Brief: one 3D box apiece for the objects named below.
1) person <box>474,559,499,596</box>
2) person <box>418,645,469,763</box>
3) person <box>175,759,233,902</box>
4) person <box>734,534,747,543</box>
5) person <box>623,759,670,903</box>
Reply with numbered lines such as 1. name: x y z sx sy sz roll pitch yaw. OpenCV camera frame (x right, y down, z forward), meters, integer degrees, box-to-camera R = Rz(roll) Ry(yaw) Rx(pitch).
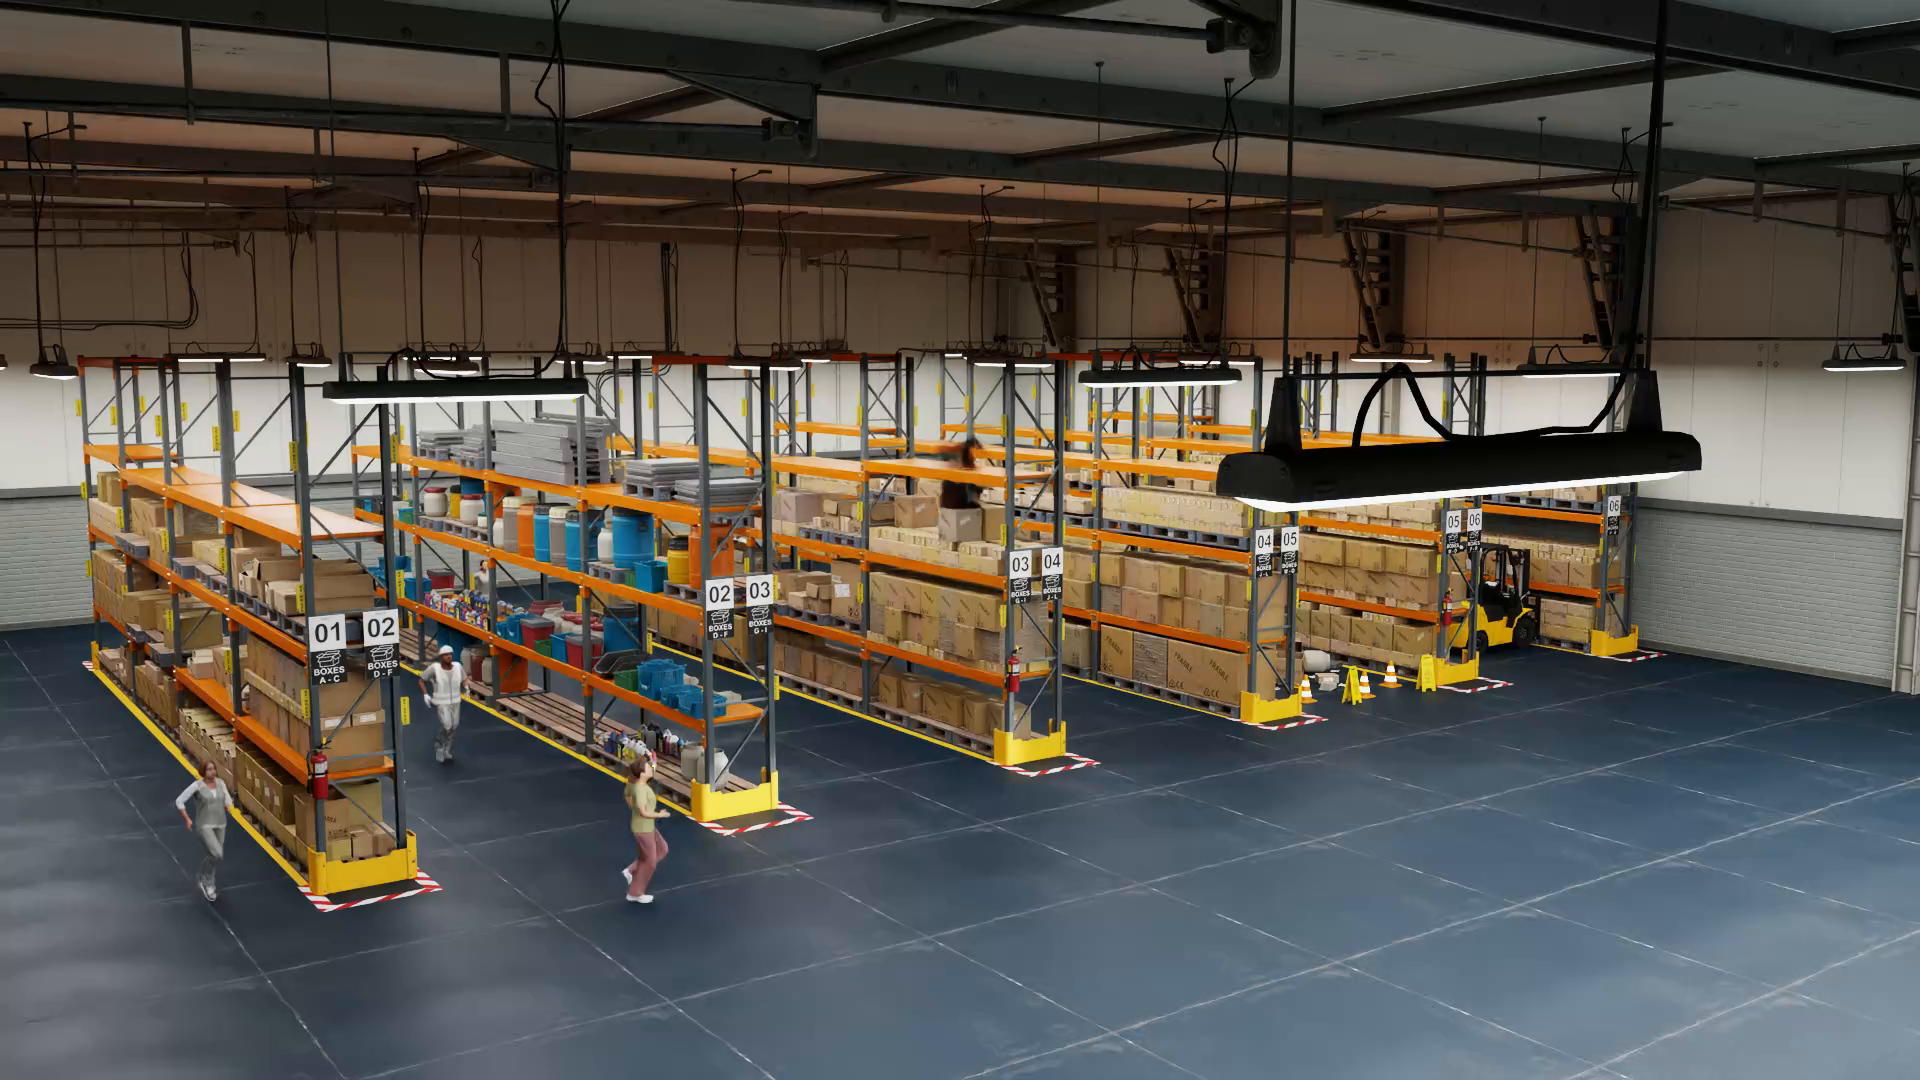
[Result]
1. person: -10.034 1.252 35.197 0.566 1.715 0.733 -6 9 -40
2. person: -7.634 2.450 24.841 0.679 1.765 0.660 -7 10 -44
3. person: -8.463 3.268 18.778 0.676 1.607 0.510 4 8 30
4. person: -5.612 0.519 41.009 0.586 1.710 0.779 -7 10 -44
5. person: -3.516 3.224 18.698 0.498 1.575 0.627 -2 7 -16
